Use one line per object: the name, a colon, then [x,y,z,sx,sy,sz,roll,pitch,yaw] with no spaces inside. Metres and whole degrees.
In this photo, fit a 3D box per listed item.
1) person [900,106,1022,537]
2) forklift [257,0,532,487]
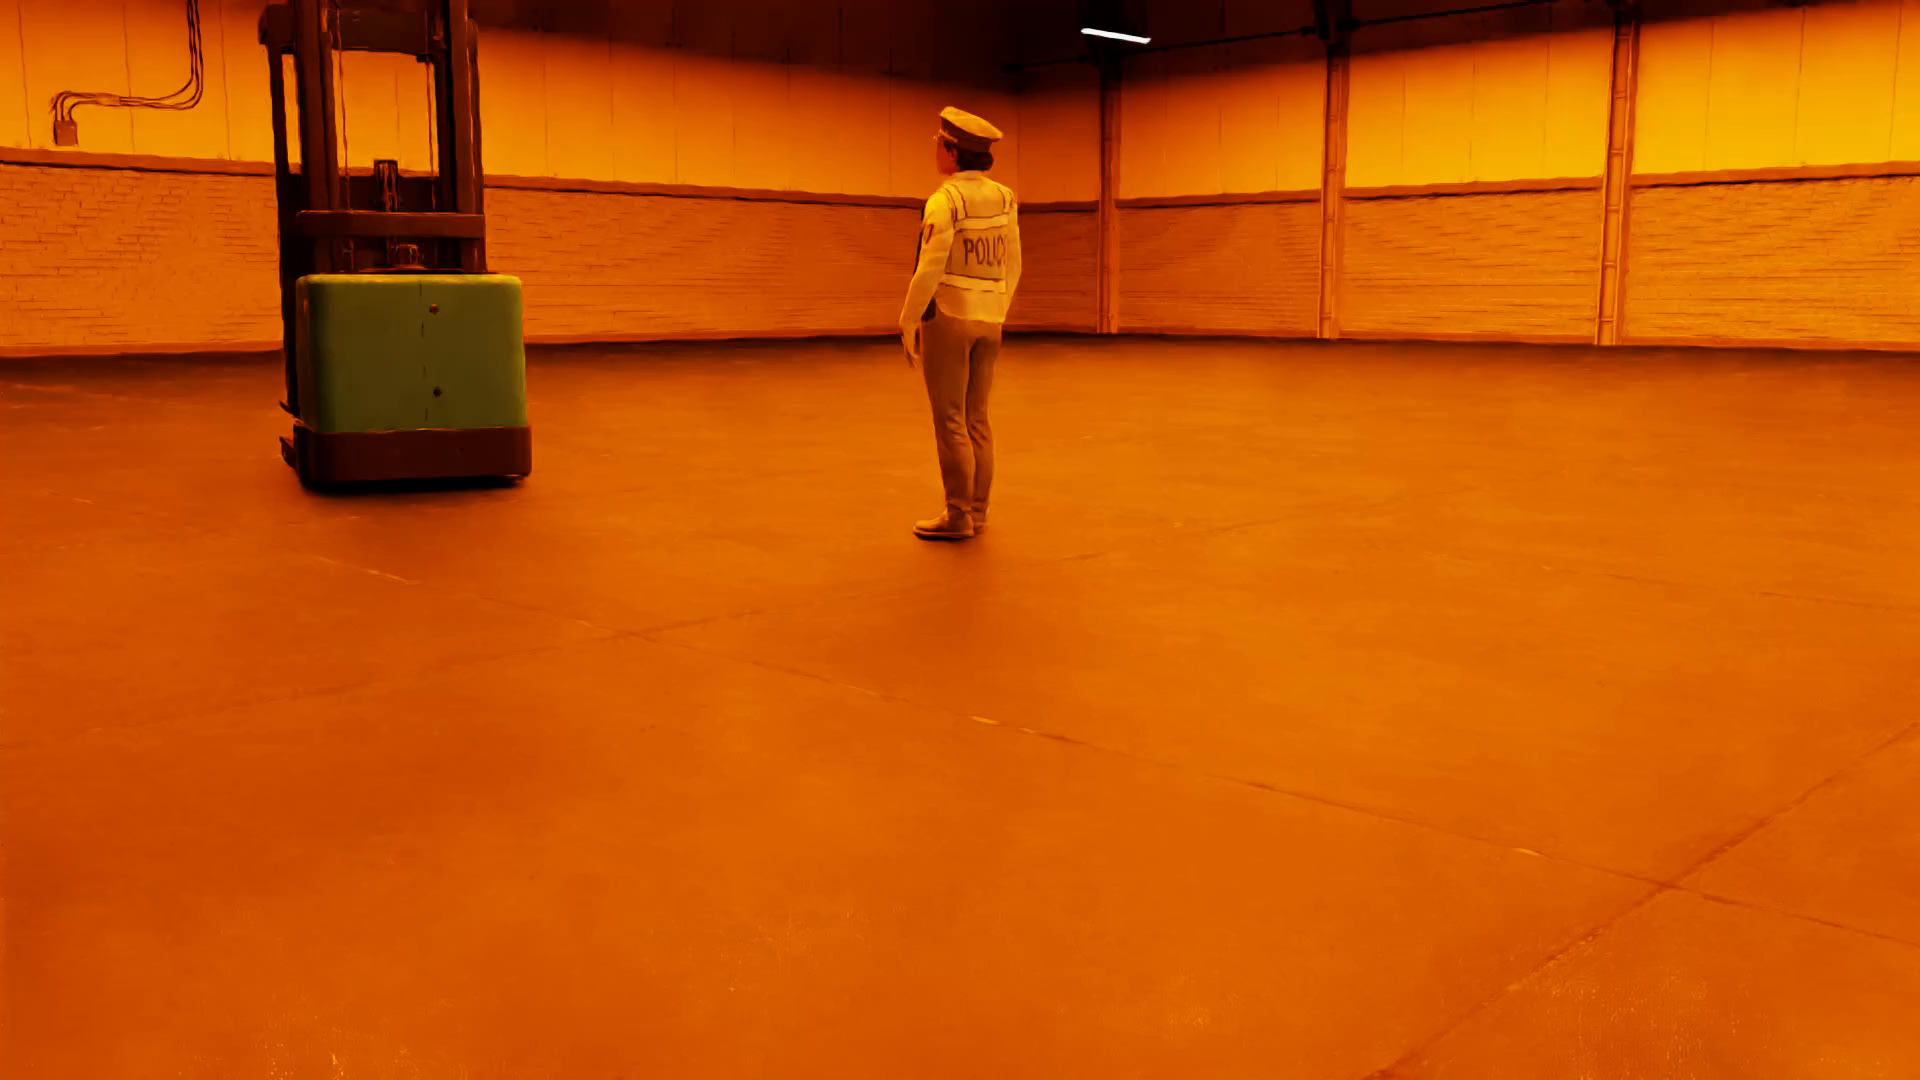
person: [-0.044,-0.853,6.642,0.532,1.695,0.586,8,12,43]
forklift: [-3.310,-1.892,9.436,1.130,2.935,3.031,-4,10,-26]
